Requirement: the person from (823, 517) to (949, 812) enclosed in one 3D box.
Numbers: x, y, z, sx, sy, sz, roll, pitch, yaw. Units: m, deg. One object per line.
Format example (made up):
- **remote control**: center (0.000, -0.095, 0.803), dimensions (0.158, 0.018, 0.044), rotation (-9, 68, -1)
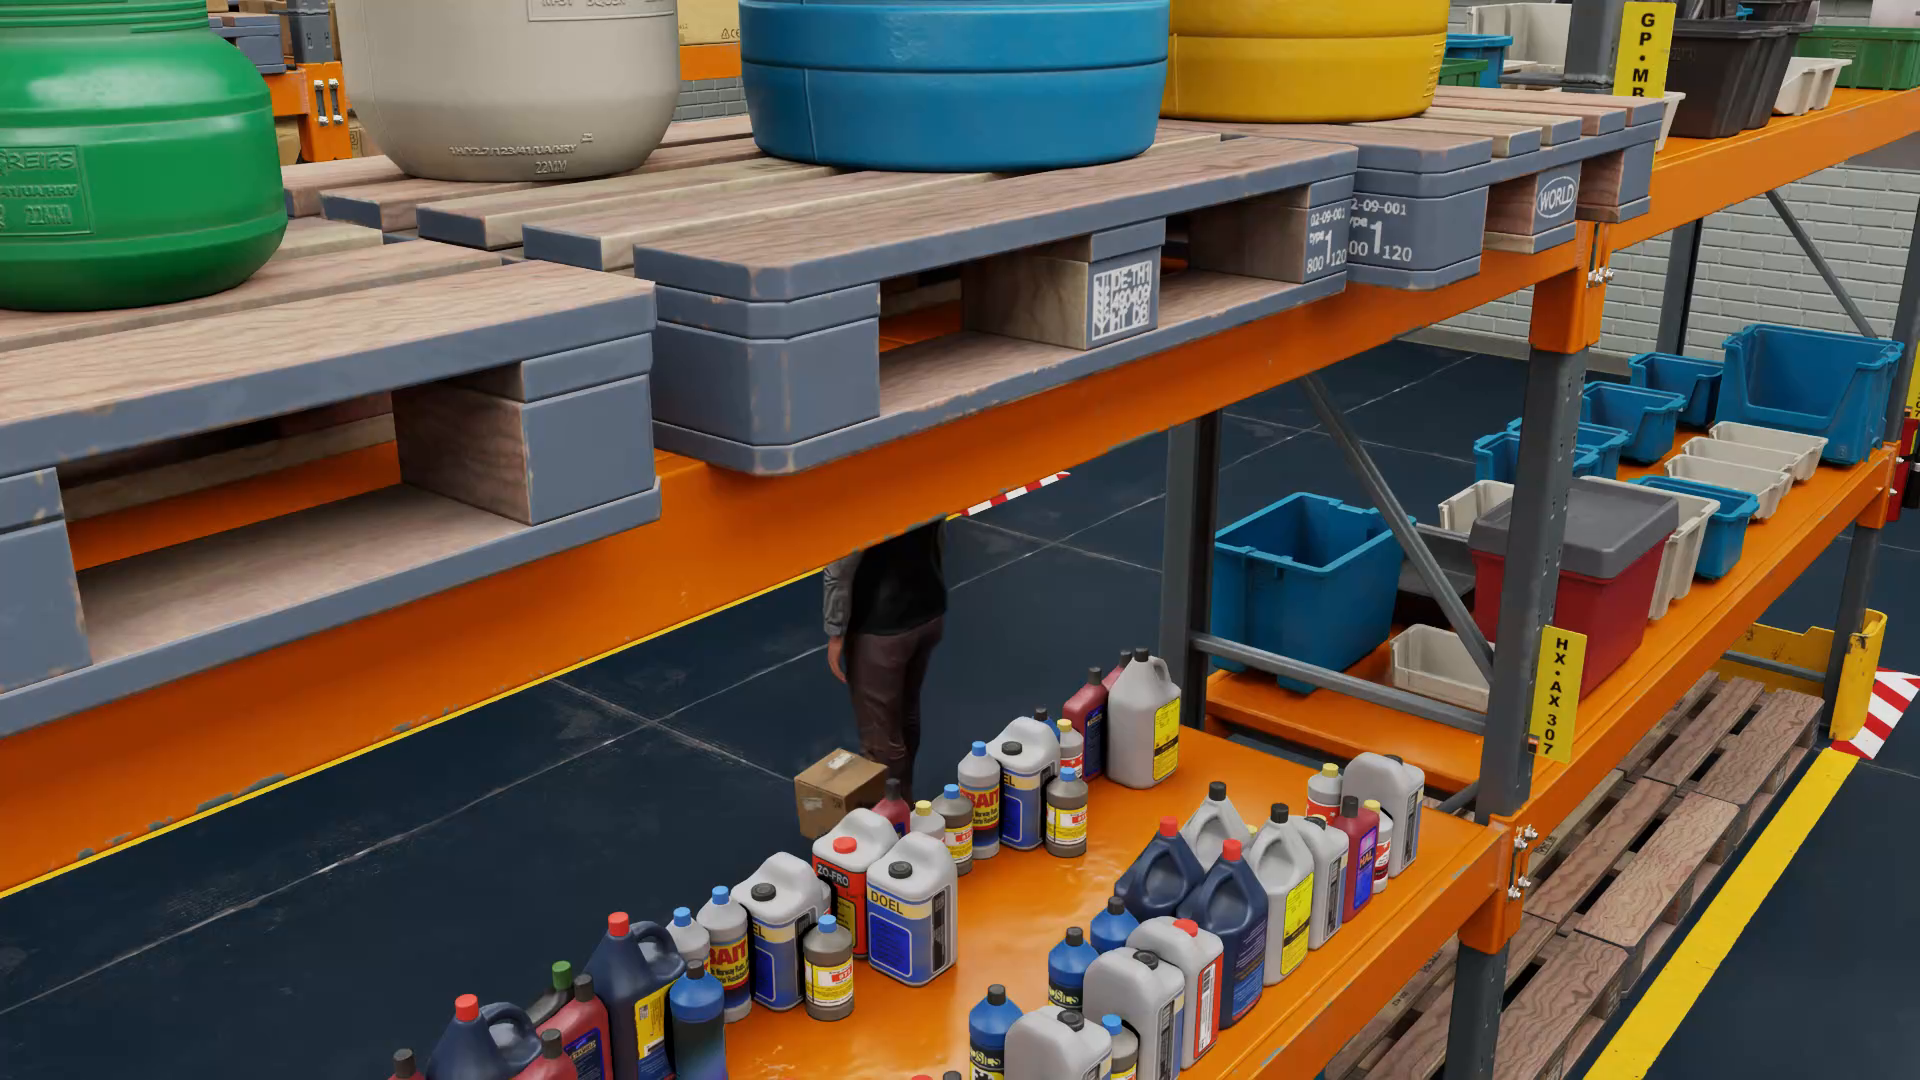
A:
- **person**: center (-0.325, 0.310, 6.213), dimensions (0.550, 1.712, 0.600), rotation (16, 25, 37)
